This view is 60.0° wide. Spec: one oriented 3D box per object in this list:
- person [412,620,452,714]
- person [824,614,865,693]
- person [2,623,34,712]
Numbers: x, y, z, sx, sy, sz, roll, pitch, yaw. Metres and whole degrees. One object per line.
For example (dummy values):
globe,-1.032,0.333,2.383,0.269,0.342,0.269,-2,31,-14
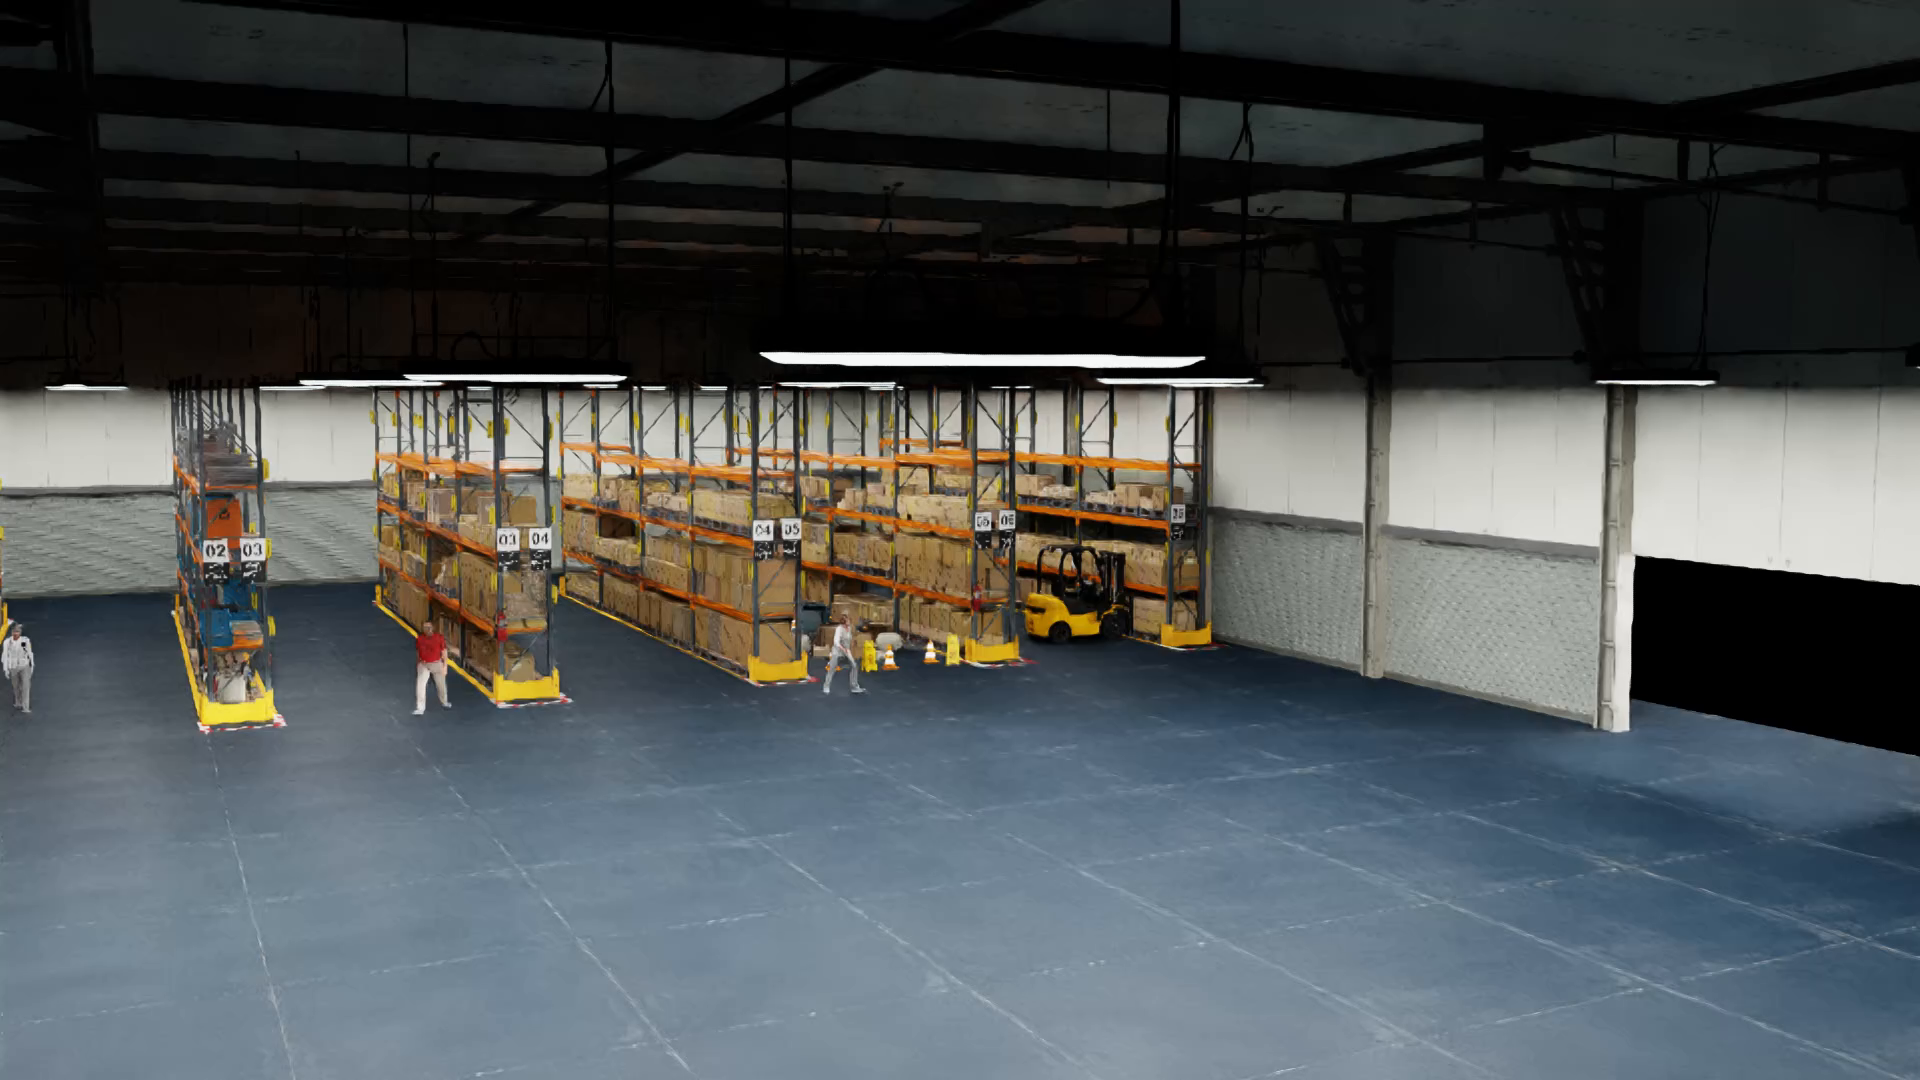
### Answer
person,-9.454,2.249,29.731,0.575,1.674,0.982,0,5,-4
person,-2.241,2.149,31.571,0.749,1.526,0.574,5,7,43
person,-16.875,2.264,29.783,0.495,1.589,1.086,-2,6,-24
